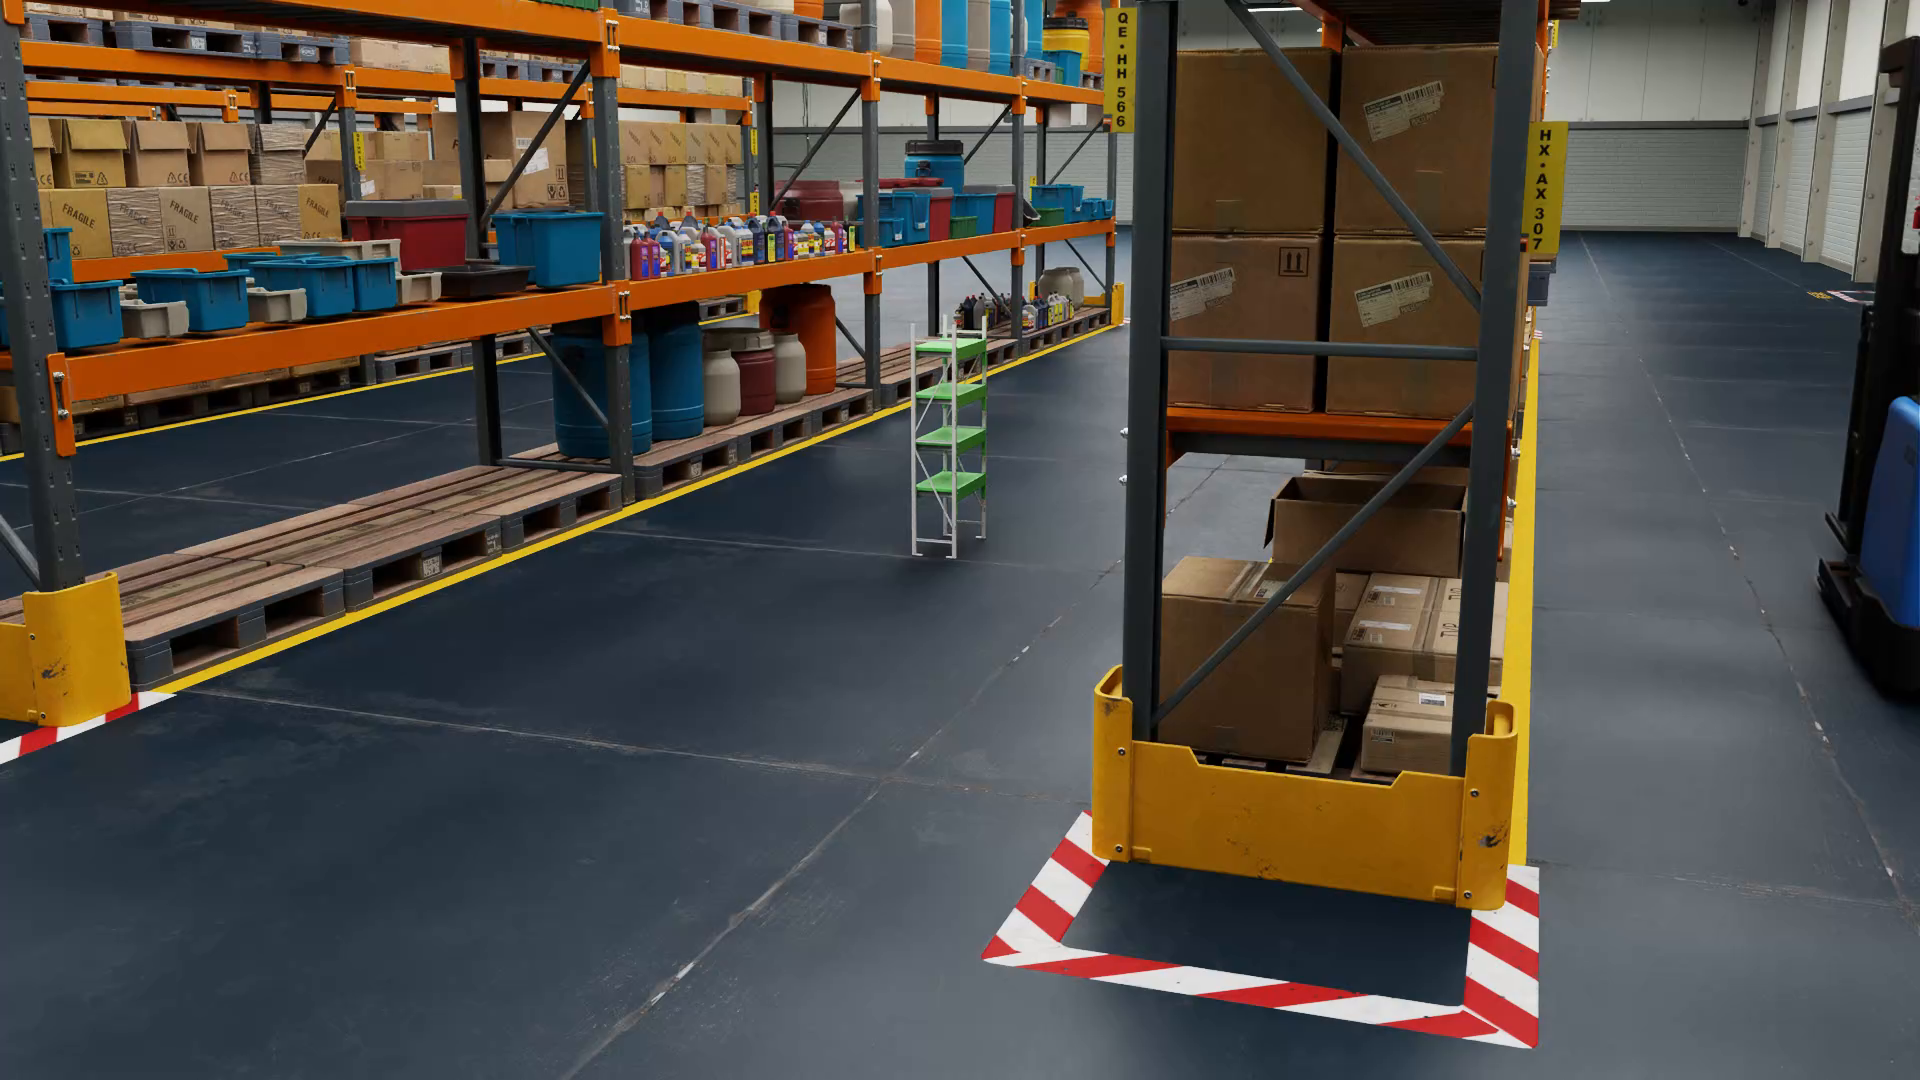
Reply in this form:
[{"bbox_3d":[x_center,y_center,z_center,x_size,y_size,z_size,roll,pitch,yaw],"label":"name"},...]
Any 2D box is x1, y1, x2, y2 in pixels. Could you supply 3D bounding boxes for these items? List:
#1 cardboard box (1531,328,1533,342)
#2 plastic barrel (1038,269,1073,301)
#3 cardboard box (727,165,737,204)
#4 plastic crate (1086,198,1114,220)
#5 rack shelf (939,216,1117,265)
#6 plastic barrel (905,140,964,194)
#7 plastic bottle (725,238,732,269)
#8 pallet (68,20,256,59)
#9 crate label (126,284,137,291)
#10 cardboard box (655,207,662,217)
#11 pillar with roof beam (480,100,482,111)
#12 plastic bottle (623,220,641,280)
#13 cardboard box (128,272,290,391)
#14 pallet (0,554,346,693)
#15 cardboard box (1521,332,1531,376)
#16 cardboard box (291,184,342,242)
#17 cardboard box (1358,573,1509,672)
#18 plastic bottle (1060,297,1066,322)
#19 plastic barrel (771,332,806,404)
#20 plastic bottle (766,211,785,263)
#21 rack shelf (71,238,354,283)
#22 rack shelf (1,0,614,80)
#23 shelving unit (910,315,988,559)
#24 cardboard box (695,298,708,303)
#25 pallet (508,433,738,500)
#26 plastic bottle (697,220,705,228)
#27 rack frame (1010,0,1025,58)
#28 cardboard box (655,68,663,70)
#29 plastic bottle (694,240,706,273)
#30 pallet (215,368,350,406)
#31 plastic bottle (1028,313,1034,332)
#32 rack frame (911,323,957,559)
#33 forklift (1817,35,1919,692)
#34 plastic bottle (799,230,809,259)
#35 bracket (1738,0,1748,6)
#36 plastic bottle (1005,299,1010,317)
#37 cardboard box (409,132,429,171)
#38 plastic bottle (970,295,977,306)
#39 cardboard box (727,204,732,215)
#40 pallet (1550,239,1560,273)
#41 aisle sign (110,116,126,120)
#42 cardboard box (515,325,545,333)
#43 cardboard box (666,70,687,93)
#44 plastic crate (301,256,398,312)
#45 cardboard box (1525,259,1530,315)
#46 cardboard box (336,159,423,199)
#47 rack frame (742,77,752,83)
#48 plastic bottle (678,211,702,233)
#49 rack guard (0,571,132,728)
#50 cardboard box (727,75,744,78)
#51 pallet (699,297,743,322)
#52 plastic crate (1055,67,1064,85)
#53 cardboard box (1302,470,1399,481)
[{"bbox_3d":[5.610,-2.183,17.047,0.500,0.250,0.500,4,14,18],"label":"cardboard box"},{"bbox_3d":[1.146,-2.975,19.929,0.421,0.512,0.421,0,13,0],"label":"plastic barrel"},{"bbox_3d":[-3.442,-4.669,21.812,0.875,0.500,0.500,4,14,18],"label":"cardboard box"},{"bbox_3d":[1.570,-4.034,20.253,0.499,0.251,0.616,4,14,18],"label":"plastic crate"},{"bbox_3d":[0.801,-3.461,19.028,1.077,0.370,4.000,4,14,18],"label":"rack shelf"},{"bbox_3d":[-0.257,-3.576,16.786,0.600,0.901,0.708,4,14,18],"label":"plastic barrel"},{"bbox_3d":[-1.561,-1.897,11.004,0.097,0.201,0.097,0,13,0],"label":"plastic bottle"},{"bbox_3d":[-6.344,-3.900,13.019,1.003,0.211,1.213,5,14,21],"label":"pallet"},{"bbox_3d":[-3.461,-1.070,7.392,0.396,0.136,0.243,4,14,18],"label":"crate label"},{"bbox_3d":[-3.797,-3.913,19.957,0.380,0.149,0.250,4,14,18],"label":"cardboard box"},{"bbox_3d":[-8.493,-11.983,41.265,9.100,9.000,0.400,4,14,18],"label":"pillar with roof beam"},{"bbox_3d":[-2.000,-1.742,9.988,0.144,0.351,0.185,4,14,18],"label":"plastic bottle"},{"bbox_3d":[-6.365,-1.743,13.715,1.225,0.875,0.875,4,14,19],"label":"cardboard box"},{"bbox_3d":[-3.425,0.325,7.092,1.003,0.211,1.213,4,14,18],"label":"pallet"},{"bbox_3d":[3.993,-1.418,12.434,0.500,0.311,0.500,5,14,20],"label":"cardboard box"},{"bbox_3d":[-5.752,-2.832,14.431,0.500,0.500,0.500,5,14,20],"label":"cardboard box"},{"bbox_3d":[1.725,0.315,6.059,0.500,0.250,0.500,4,14,18],"label":"cardboard box"},{"bbox_3d":[1.117,-2.621,18.862,0.152,0.276,0.135,4,13,17],"label":"plastic bottle"},{"bbox_3d":[-1.380,-1.311,12.637,0.421,0.512,0.421,0,13,0],"label":"plastic barrel"},{"bbox_3d":[-1.328,-2.137,11.723,0.144,0.351,0.185,4,14,18],"label":"plastic bottle"},{"bbox_3d":[-6.474,-2.133,13.210,1.077,0.370,4.000,4,14,18],"label":"rack shelf"},{"bbox_3d":[-3.081,-2.397,7.624,1.077,0.370,4.000,4,14,18],"label":"rack shelf"},{"bbox_3d":[-0.054,-0.550,8.702,0.258,1.200,0.503,4,14,18],"label":"shelving unit"},{"bbox_3d":[-3.617,-3.317,21.453,0.500,0.500,0.500,9,15,33],"label":"cardboard box"},{"bbox_3d":[-2.145,-0.506,10.732,1.003,0.211,1.213,4,14,18],"label":"pallet"},{"bbox_3d":[-1.917,-2.221,12.269,0.097,0.271,0.097,0,13,0],"label":"plastic bottle"},{"bbox_3d":[0.154,-6.316,16.435,1.000,3.000,0.127,4,14,18],"label":"rack frame"},{"bbox_3d":[-3.749,-5.655,19.721,0.380,0.149,0.250,4,13,17],"label":"cardboard box"},{"bbox_3d":[-1.679,-1.820,10.667,0.097,0.201,0.097,0,13,0],"label":"plastic bottle"},{"bbox_3d":[-6.153,-1.385,14.582,1.003,0.211,1.213,4,14,18],"label":"pallet"},{"bbox_3d":[0.738,-2.319,17.708,0.097,0.201,0.097,0,13,0],"label":"plastic bottle"},{"bbox_3d":[-0.133,-0.499,8.477,0.240,1.200,0.015,4,14,18],"label":"rack frame"},{"bbox_3d":[4.496,-1.076,7.115,1.130,2.935,3.031,5,14,20],"label":"forklift"},{"bbox_3d":[-1.154,-2.162,12.165,0.097,0.201,0.097,0,13,0],"label":"plastic bottle"},{"bbox_3d":[21.687,-14.918,46.037,0.235,0.232,0.430,4,14,18],"label":"bracket"},{"bbox_3d":[0.534,-2.702,19.385,0.097,0.201,0.097,0,13,0],"label":"plastic bottle"},{"bbox_3d":[-8.055,-5.492,23.546,0.875,0.550,0.550,4,14,18],"label":"cardboard box"},{"bbox_3d":[0.152,-2.511,18.211,0.144,0.351,0.185,4,13,16],"label":"plastic bottle"},{"bbox_3d":[-3.216,-4.340,21.825,0.380,0.149,0.250,4,14,18],"label":"cardboard box"},{"bbox_3d":[3.393,-1.950,11.221,1.213,0.211,1.003,4,14,18],"label":"pallet"},{"bbox_3d":[-12.888,-6.606,25.347,0.394,0.787,0.004,4,14,18],"label":"aisle sign"},{"bbox_3d":[-4.923,-2.516,17.901,0.700,0.500,0.500,4,14,18],"label":"cardboard box"},{"bbox_3d":[-3.644,-5.540,20.116,0.500,0.250,0.500,4,13,17],"label":"cardboard box"},{"bbox_3d":[-2.814,-1.180,7.660,0.416,0.233,0.300,4,14,18],"label":"plastic crate"},{"bbox_3d":[2.167,-1.165,7.128,0.500,0.500,0.500,5,14,20],"label":"cardboard box"},{"bbox_3d":[-5.604,-3.400,15.975,0.700,0.500,0.500,7,14,27],"label":"cardboard box"},{"bbox_3d":[-3.238,-7.514,21.688,1.000,3.000,0.127,4,14,18],"label":"rack frame"},{"bbox_3d":[-1.902,-2.149,11.772,0.144,0.351,0.185,4,14,18],"label":"plastic bottle"},{"bbox_3d":[-3.724,0.361,6.285,1.175,0.500,0.348,4,14,18],"label":"rack guard"},{"bbox_3d":[-3.033,-6.092,21.639,0.380,0.149,0.250,4,14,18],"label":"cardboard box"},{"bbox_3d":[-3.559,-3.046,21.857,1.003,0.211,1.213,4,14,18],"label":"pallet"},{"bbox_3d":[0.922,-5.062,18.162,0.336,0.188,0.450,4,14,18],"label":"plastic crate"},{"bbox_3d":[1.911,-0.180,8.088,0.500,0.311,0.500,4,14,18],"label":"cardboard box"}]
